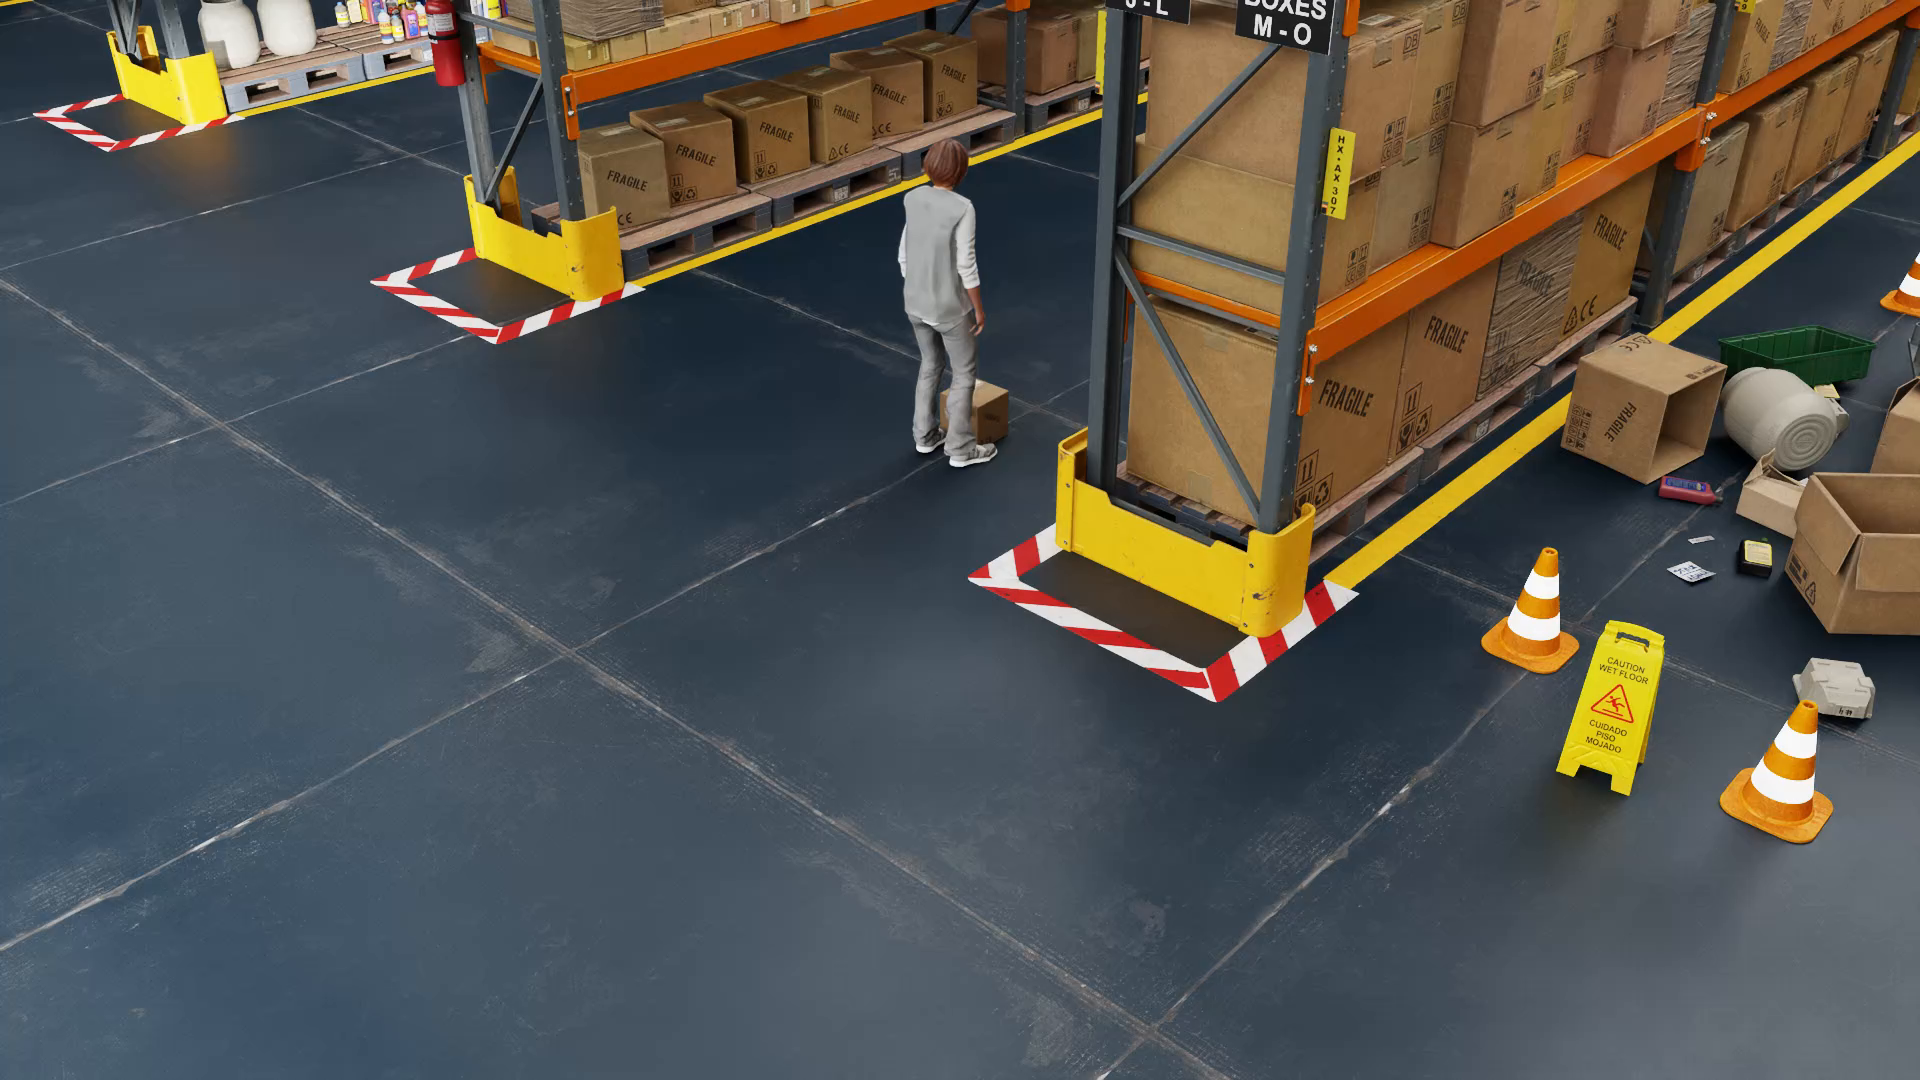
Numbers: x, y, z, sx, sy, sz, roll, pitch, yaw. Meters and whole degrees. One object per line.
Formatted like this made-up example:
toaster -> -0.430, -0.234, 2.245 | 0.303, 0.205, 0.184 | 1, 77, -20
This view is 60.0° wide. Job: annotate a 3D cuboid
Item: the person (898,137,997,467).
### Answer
person -> -0.080, -1.117, 7.950 | 0.476, 1.592, 0.346 | 23, 39, 32
